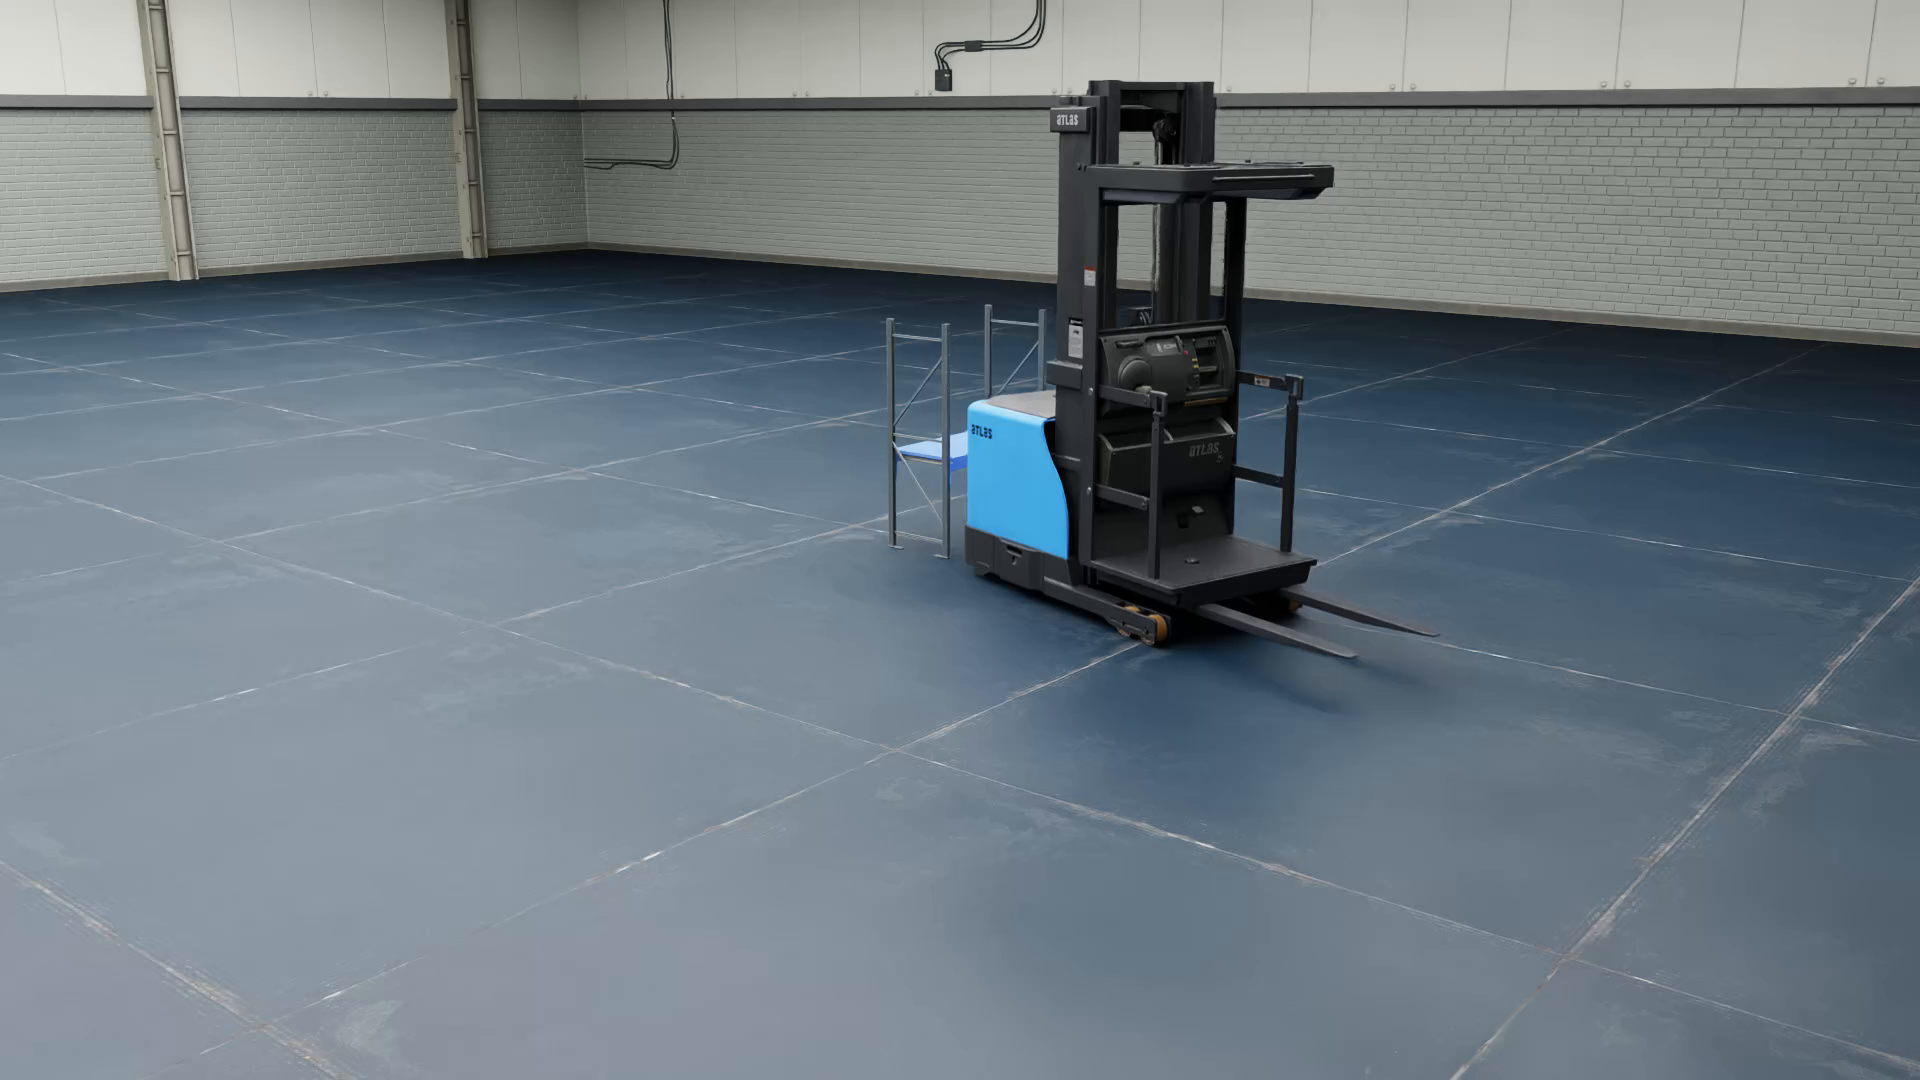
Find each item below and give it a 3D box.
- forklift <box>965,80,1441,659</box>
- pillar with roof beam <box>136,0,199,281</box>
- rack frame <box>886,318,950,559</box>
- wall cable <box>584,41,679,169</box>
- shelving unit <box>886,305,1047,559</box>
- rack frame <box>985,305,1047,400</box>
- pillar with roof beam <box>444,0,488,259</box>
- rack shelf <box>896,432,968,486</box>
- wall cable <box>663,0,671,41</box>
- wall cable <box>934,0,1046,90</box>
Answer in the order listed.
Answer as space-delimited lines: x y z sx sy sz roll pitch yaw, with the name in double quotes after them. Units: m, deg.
1.284 -0.992 9.074 1.130 2.935 3.031 -10 17 -34 "forklift"
-10.197 -8.243 25.292 9.100 9.000 0.400 11 18 38 "pillar with roof beam"
-0.266 -0.646 10.619 0.500 1.500 0.032 11 18 38 "rack frame"
-6.894 -8.912 34.236 3.097 2.526 0.112 11 18 38 "wall cable"
0.054 -0.743 11.003 0.538 1.500 1.048 11 18 38 "shelving unit"
0.373 -0.841 11.386 0.500 1.500 0.032 11 18 38 "rack frame"
-6.426 -9.392 29.816 9.100 9.000 0.400 11 18 38 "pillar with roof beam"
0.054 -0.569 11.047 0.538 0.185 1.000 11 18 38 "rack shelf"
-4.790 -10.941 31.966 3.097 2.526 0.112 11 18 38 "wall cable"
0.480 -10.593 27.640 2.305 6.003 0.169 11 18 38 "wall cable"
